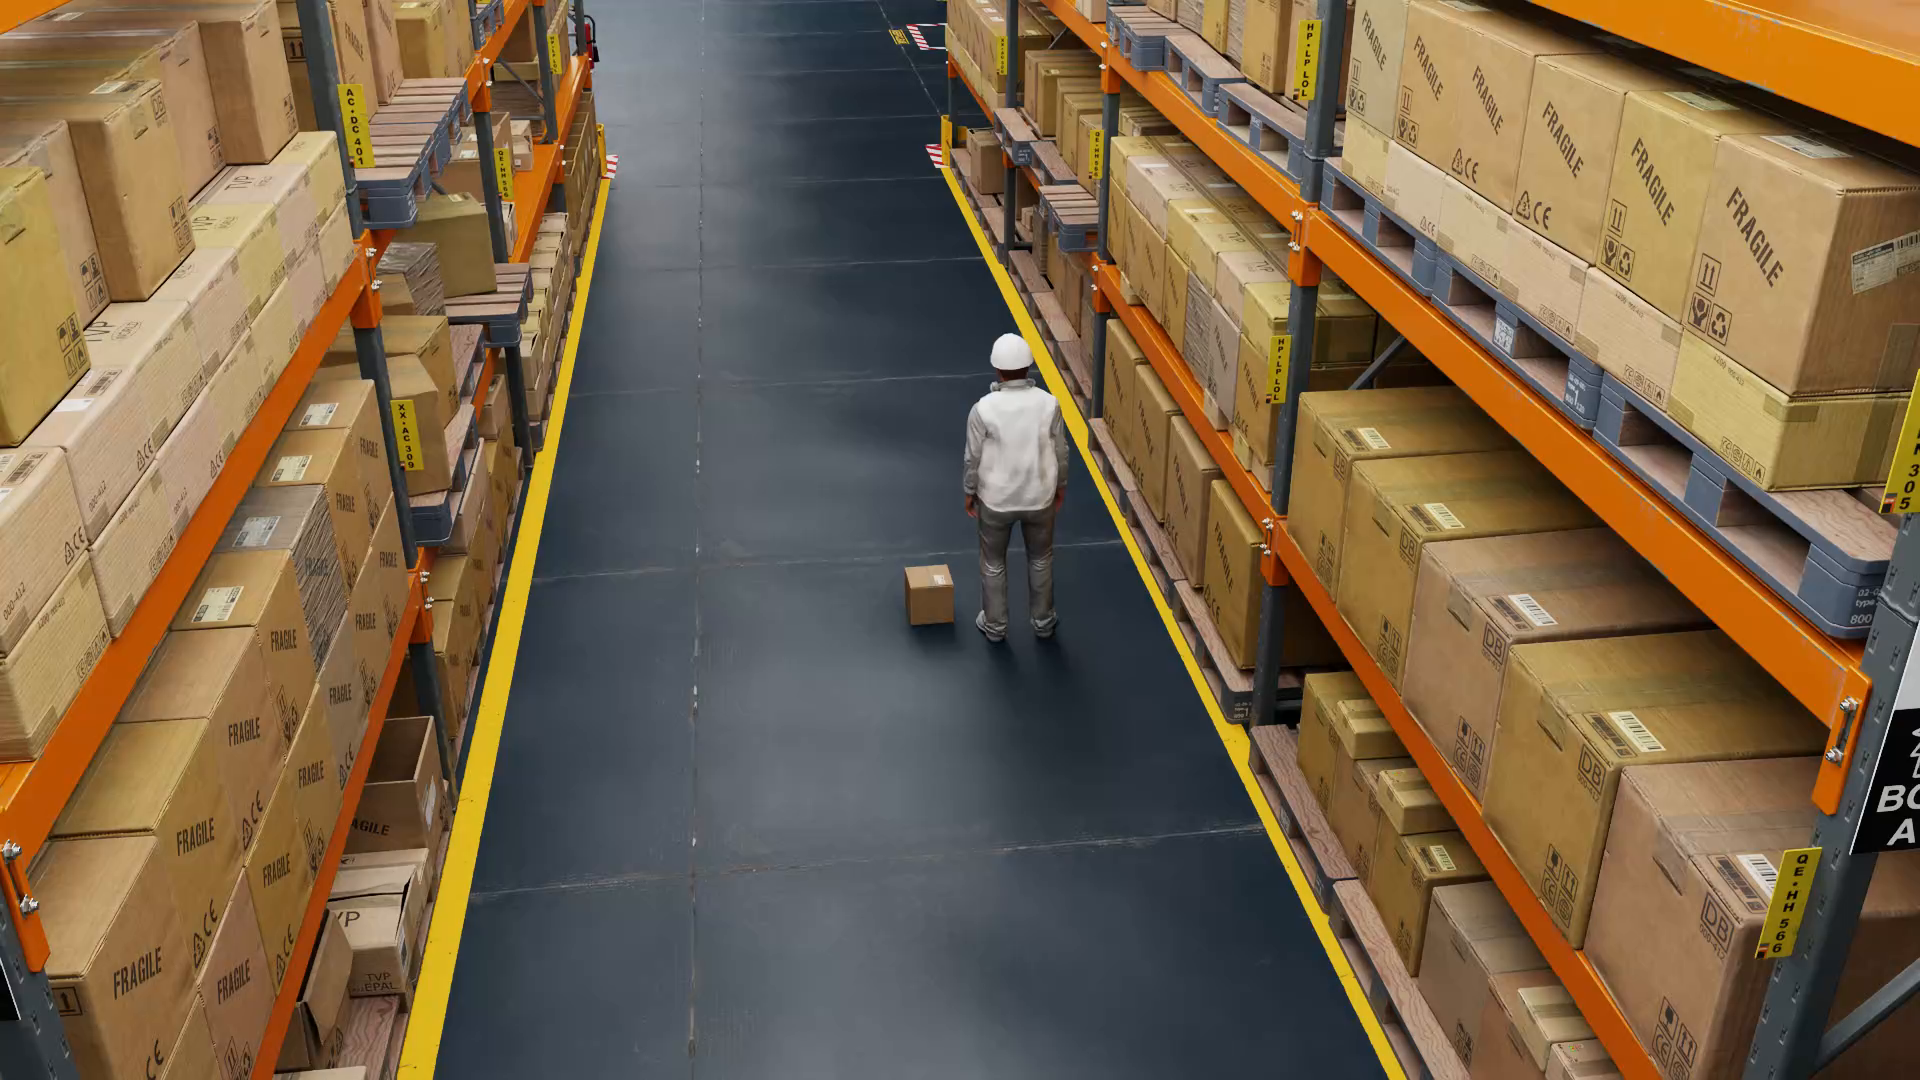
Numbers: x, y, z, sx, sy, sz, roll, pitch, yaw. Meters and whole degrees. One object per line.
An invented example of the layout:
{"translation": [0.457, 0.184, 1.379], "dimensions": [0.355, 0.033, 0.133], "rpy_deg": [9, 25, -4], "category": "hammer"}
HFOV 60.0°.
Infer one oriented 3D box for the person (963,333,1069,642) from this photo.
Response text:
{"translation": [0.303, -0.265, 9.110], "dimensions": [0.581, 1.771, 0.461], "rpy_deg": [-4, 27, -8], "category": "person"}
